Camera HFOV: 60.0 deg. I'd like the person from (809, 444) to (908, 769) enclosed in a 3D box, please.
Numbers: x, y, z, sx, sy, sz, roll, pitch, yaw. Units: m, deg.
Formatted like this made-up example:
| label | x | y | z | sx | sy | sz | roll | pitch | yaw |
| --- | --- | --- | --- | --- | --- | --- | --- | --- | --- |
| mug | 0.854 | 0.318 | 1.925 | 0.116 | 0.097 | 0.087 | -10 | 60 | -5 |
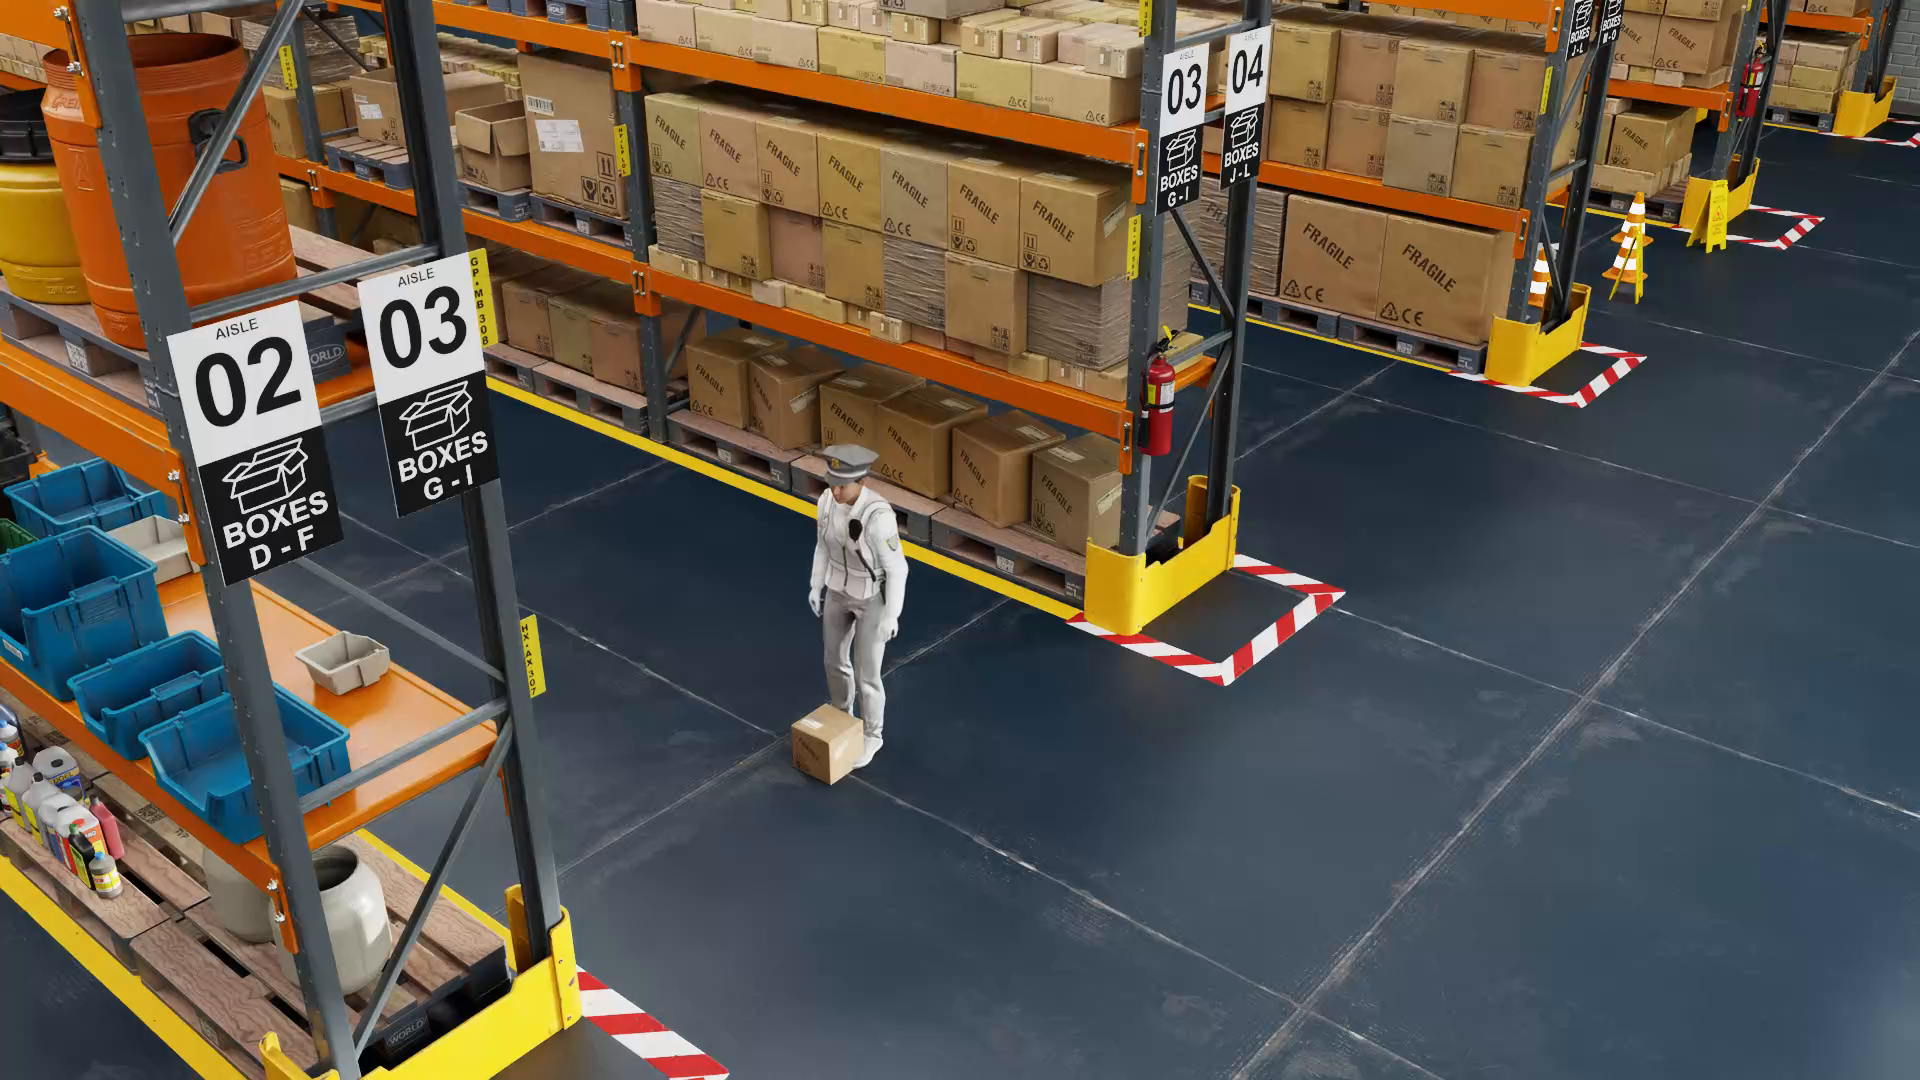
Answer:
| label | x | y | z | sx | sy | sz | roll | pitch | yaw |
| --- | --- | --- | --- | --- | --- | --- | --- | --- | --- |
| person | -0.510 | 0.301 | 8.034 | 0.547 | 1.667 | 0.408 | 19 | 33 | 32 |
